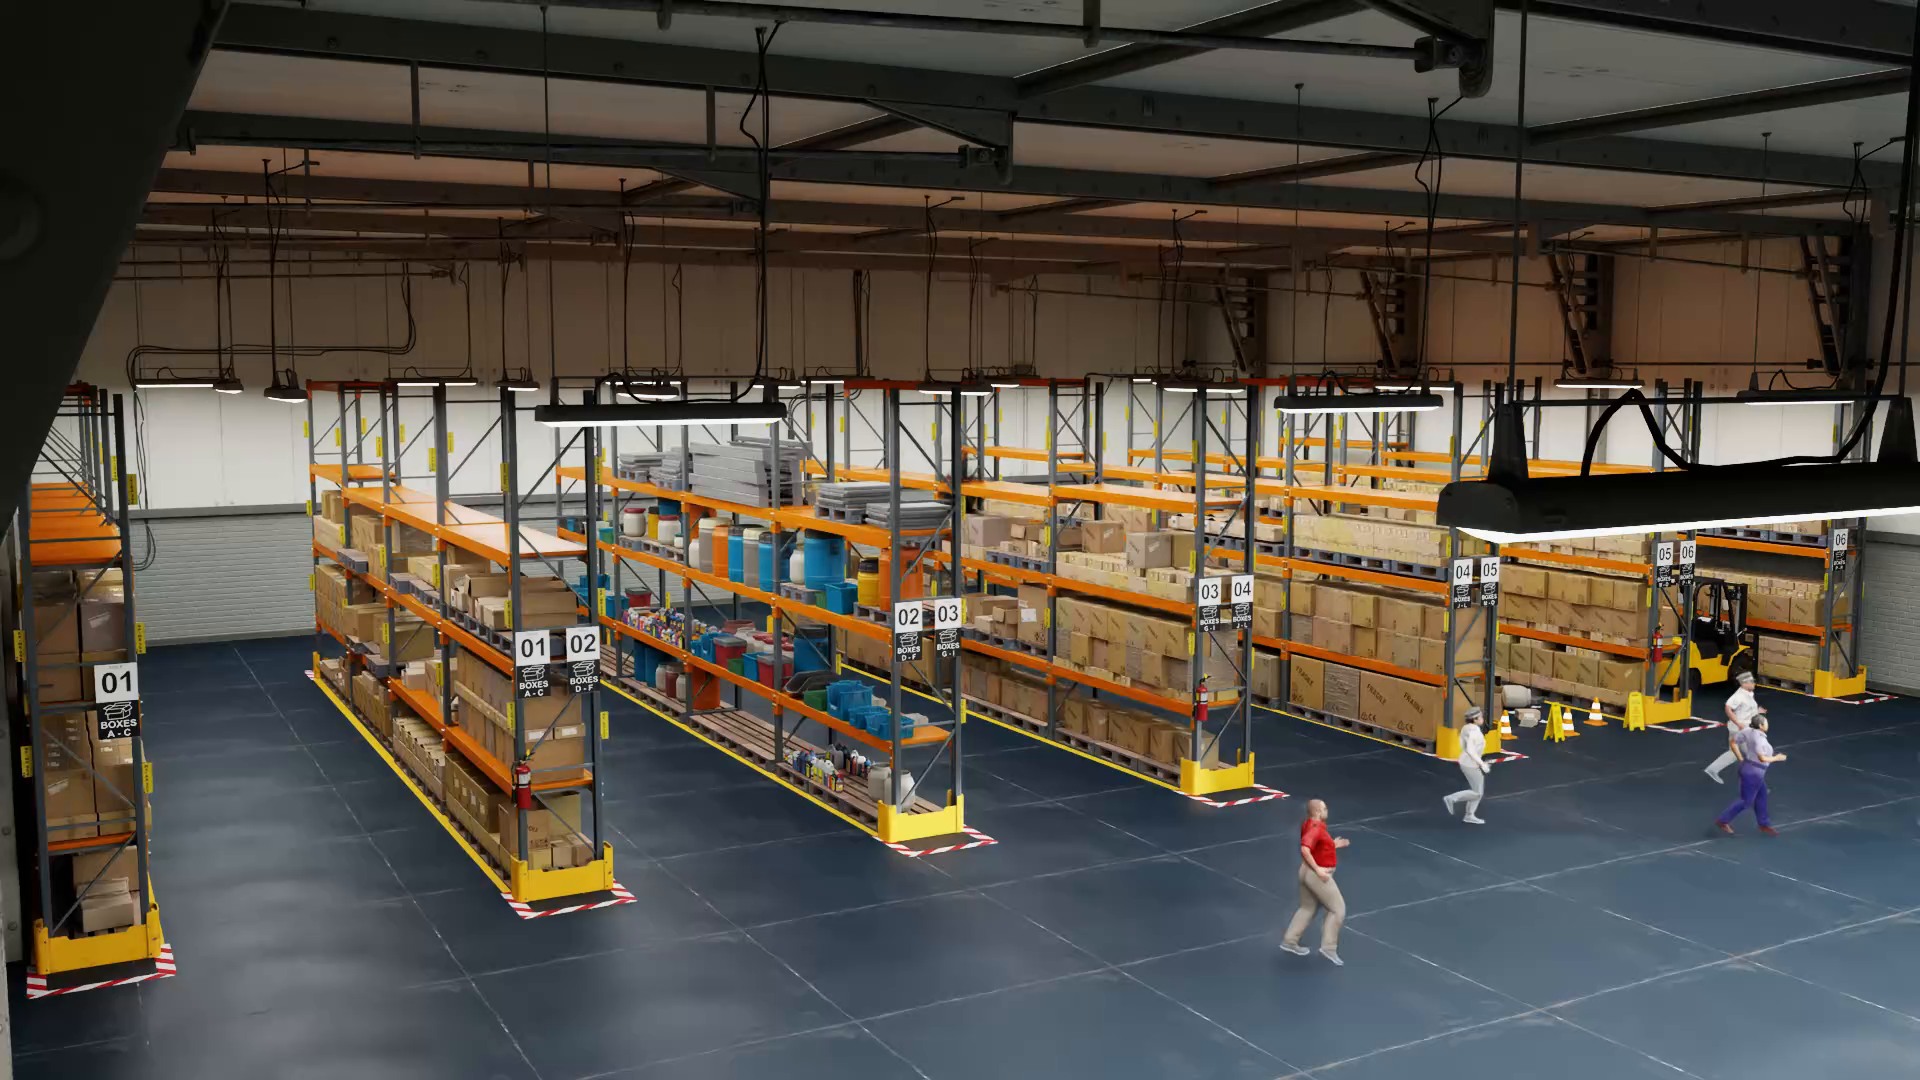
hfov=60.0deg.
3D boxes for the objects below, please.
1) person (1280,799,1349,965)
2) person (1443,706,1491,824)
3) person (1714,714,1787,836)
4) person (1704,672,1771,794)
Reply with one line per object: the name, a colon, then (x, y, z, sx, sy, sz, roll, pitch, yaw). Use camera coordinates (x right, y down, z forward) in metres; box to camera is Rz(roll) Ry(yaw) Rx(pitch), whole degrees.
person: (3.784, 3.621, 17.584, 0.727, 1.800, 0.640, -1, 6, -9)
person: (6.945, 3.092, 22.878, 0.593, 1.648, 0.603, 1, 6, 5)
person: (10.556, 3.148, 22.219, 0.901, 1.667, 0.568, 1, 6, 8)
person: (11.581, 2.830, 24.670, 0.888, 1.813, 0.642, 2, 6, 20)
